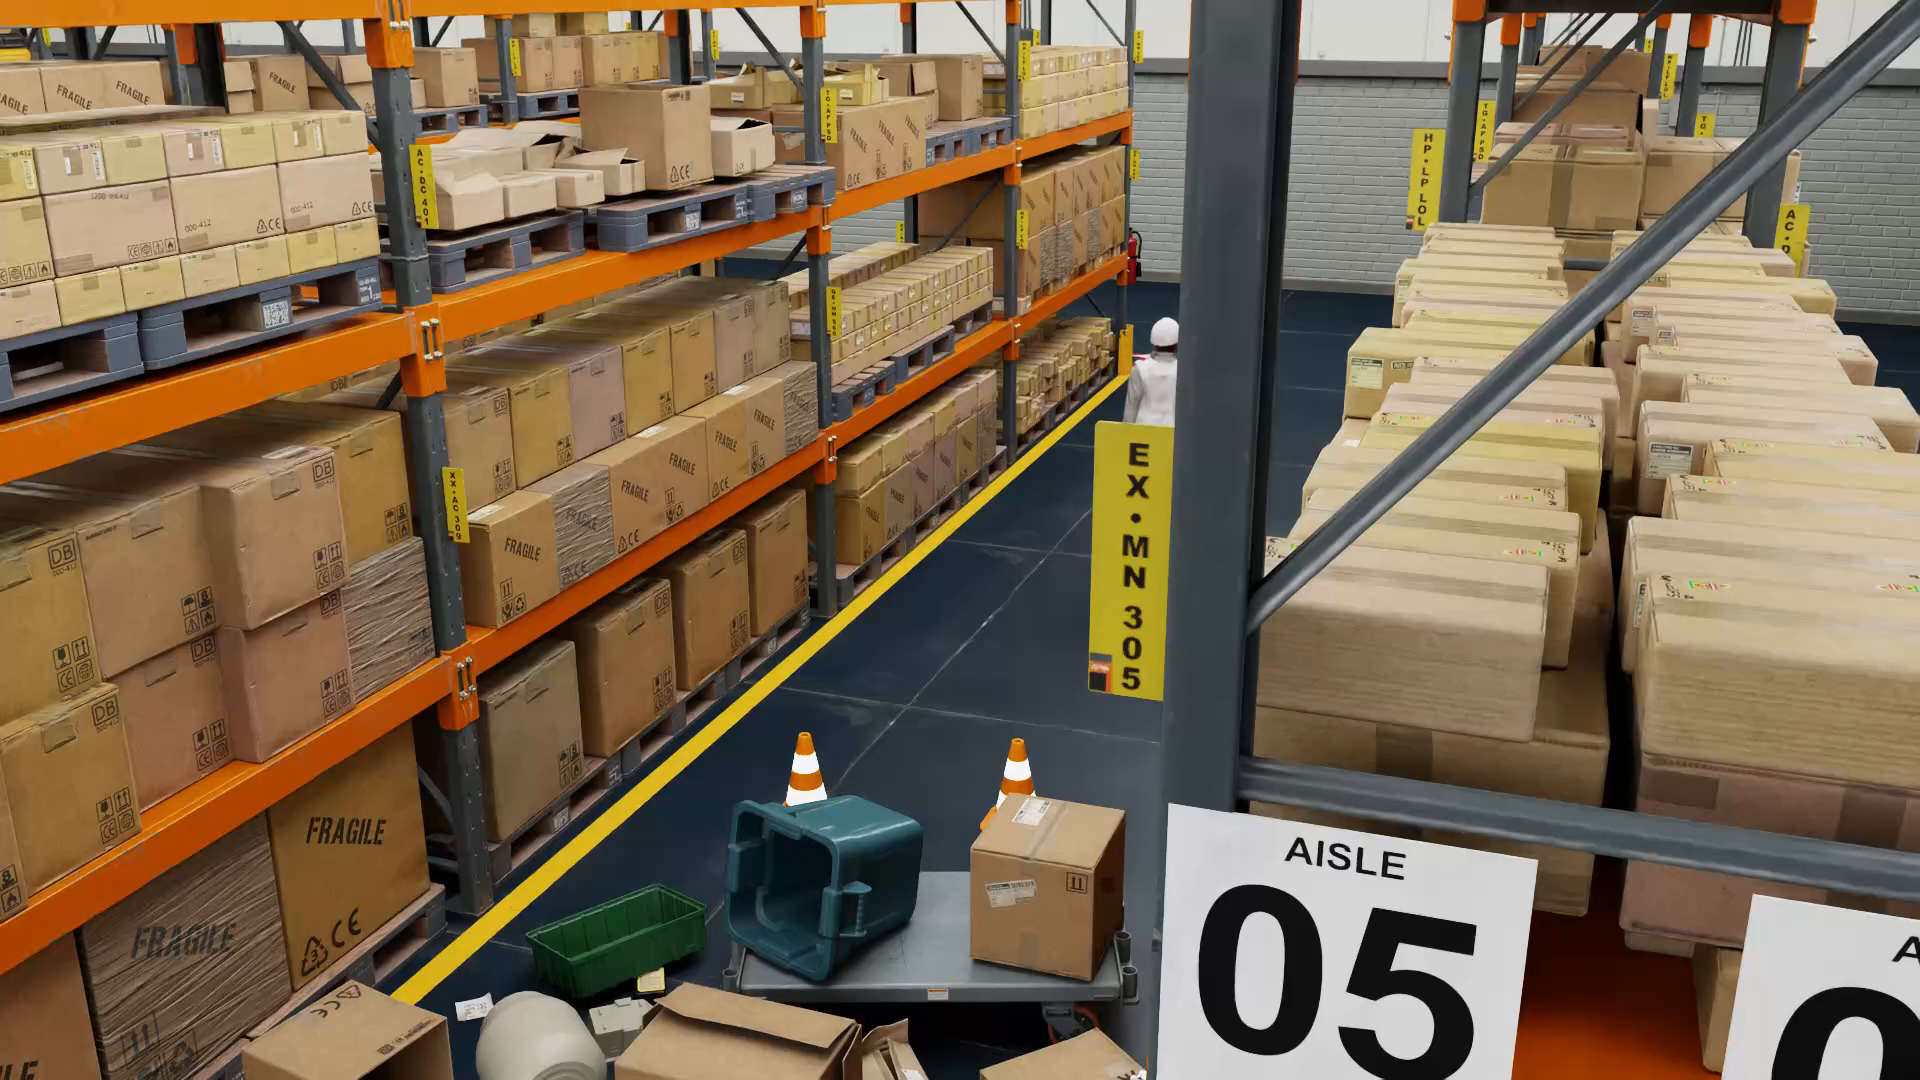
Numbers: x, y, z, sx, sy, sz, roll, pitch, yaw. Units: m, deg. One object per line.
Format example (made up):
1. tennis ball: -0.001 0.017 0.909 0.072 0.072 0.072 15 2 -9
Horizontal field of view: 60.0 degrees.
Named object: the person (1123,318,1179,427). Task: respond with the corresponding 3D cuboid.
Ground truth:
1. person: 1.489 -0.731 12.242 0.580 1.838 0.583 5 19 15
